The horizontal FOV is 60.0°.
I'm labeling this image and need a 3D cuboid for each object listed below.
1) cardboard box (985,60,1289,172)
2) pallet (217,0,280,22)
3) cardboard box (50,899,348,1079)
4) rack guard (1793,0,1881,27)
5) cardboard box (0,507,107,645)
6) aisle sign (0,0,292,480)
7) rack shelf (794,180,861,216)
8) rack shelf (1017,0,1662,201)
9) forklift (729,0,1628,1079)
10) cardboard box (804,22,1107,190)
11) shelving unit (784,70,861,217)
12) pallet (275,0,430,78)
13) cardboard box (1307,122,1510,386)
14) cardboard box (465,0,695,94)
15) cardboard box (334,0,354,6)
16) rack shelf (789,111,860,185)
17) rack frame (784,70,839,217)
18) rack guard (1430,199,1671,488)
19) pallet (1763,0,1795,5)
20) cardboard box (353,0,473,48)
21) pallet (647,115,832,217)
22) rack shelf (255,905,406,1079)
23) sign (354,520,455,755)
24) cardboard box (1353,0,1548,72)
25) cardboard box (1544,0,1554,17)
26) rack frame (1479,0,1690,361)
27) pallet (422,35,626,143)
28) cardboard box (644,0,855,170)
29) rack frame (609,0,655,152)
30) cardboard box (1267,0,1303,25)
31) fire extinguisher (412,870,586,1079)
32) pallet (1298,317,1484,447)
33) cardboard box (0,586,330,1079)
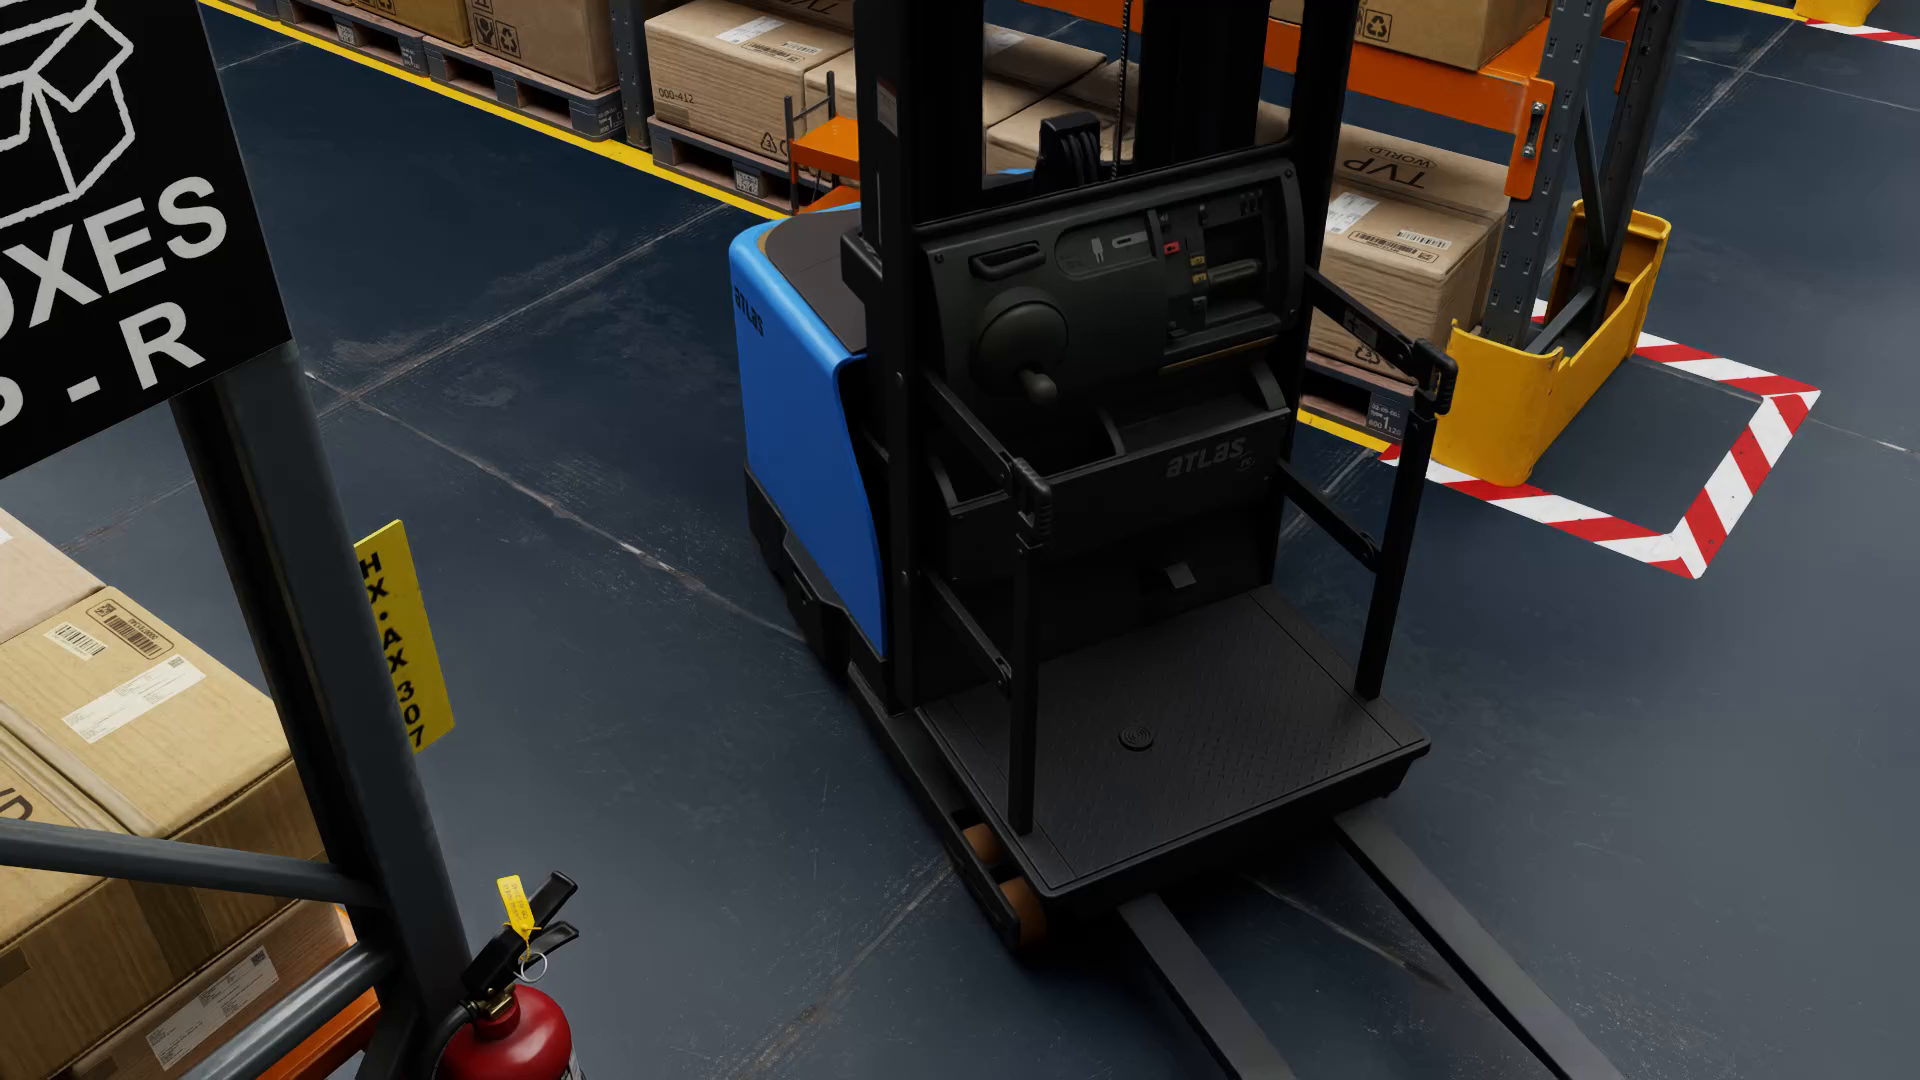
[{"bbox_3d":[0.703,-1.390,6.330,0.875,0.438,0.875,27,45,30],"label":"cardboard box"},{"bbox_3d":[-3.754,-3.263,9.246,1.213,0.211,1.003,25,45,29],"label":"pallet"},{"bbox_3d":[-1.087,0.577,2.284,0.250,0.149,0.380,25,44,28],"label":"cardboard box"},{"bbox_3d":[4.886,-3.203,8.935,0.348,0.500,1.175,25,45,29],"label":"rack guard"},{"bbox_3d":[-1.590,0.187,2.459,0.500,0.250,0.500,26,45,29],"label":"cardboard box"},{"bbox_3d":[-0.760,-0.407,1.227,0.004,0.787,0.394,25,45,29],"label":"aisle sign"},{"bbox_3d":[-0.255,-0.966,5.256,0.480,0.148,0.258,21,43,25],"label":"rack shelf"},{"bbox_3d":[0.431,-2.162,6.162,4.000,0.370,1.077,25,45,29],"label":"rack shelf"},{"bbox_3d":[0.458,-0.494,3.503,1.130,2.935,3.031,-17,41,-21],"label":"forklift"},{"bbox_3d":[-0.013,-1.729,6.762,0.875,0.438,0.875,24,44,27],"label":"cardboard box"},{"bbox_3d":[-0.255,-0.842,5.353,0.503,1.200,0.258,21,43,25],"label":"shelving unit"},{"bbox_3d":[-2.789,-2.806,8.662,1.213,0.211,1.003,25,45,29],"label":"pallet"},{"bbox_3d":[1.435,-1.051,5.897,0.875,0.438,0.875,24,44,27],"label":"cardboard box"},{"bbox_3d":[-1.699,-2.717,7.669,0.875,0.875,0.875,27,45,30],"label":"cardboard box"},{"bbox_3d":[-3.131,-3.386,8.525,0.875,0.875,0.875,26,45,29],"label":"cardboard box"},{"bbox_3d":[-0.255,-1.152,5.110,0.480,0.148,0.258,21,43,25],"label":"rack shelf"},{"bbox_3d":[-0.461,-0.922,5.455,0.015,1.200,0.240,21,43,25],"label":"rack frame"},{"bbox_3d":[2.039,-0.703,5.743,0.348,0.500,1.175,25,45,29],"label":"rack guard"},{"bbox_3d":[4.263,-3.410,9.435,1.213,0.211,1.003,25,45,29],"label":"pallet"},{"bbox_3d":[-2.421,-3.051,8.097,0.875,0.875,0.875,27,45,30],"label":"cardboard box"},{"bbox_3d":[-0.601,-1.774,7.344,1.213,0.211,1.003,25,45,29],"label":"pallet"},{"bbox_3d":[-2.581,0.269,3.056,4.000,0.370,1.077,25,45,29],"label":"rack shelf"},{"bbox_3d":[-0.663,0.129,1.950,0.005,0.325,0.100,25,45,29],"label":"sign"},{"bbox_3d":[1.476,-1.787,5.018,0.500,0.500,0.500,26,45,29],"label":"cardboard box"},{"bbox_3d":[1.813,-2.056,5.362,0.500,0.500,0.500,25,44,28],"label":"cardboard box"},{"bbox_3d":[2.020,-1.697,4.984,0.127,3.000,1.000,25,45,29],"label":"rack frame"},{"bbox_3d":[-1.816,-2.349,8.079,1.213,0.211,1.003,25,45,29],"label":"pallet"},{"bbox_3d":[-0.724,-2.064,7.190,0.875,0.438,0.875,25,44,28],"label":"cardboard box"},{"bbox_3d":[-1.157,-3.195,6.897,0.127,3.000,1.000,25,45,29],"label":"rack frame"},{"bbox_3d":[1.086,-1.982,5.268,0.500,0.500,0.500,24,44,28],"label":"cardboard box"},{"bbox_3d":[-0.595,0.741,2.235,0.183,0.674,0.296,25,45,29],"label":"fire extinguisher"},{"bbox_3d":[1.337,-0.860,6.177,1.213,0.211,1.003,25,45,29],"label":"pallet"},{"bbox_3d":[-1.190,0.375,2.218,0.500,0.250,0.500,25,45,29],"label":"cardboard box"}]
